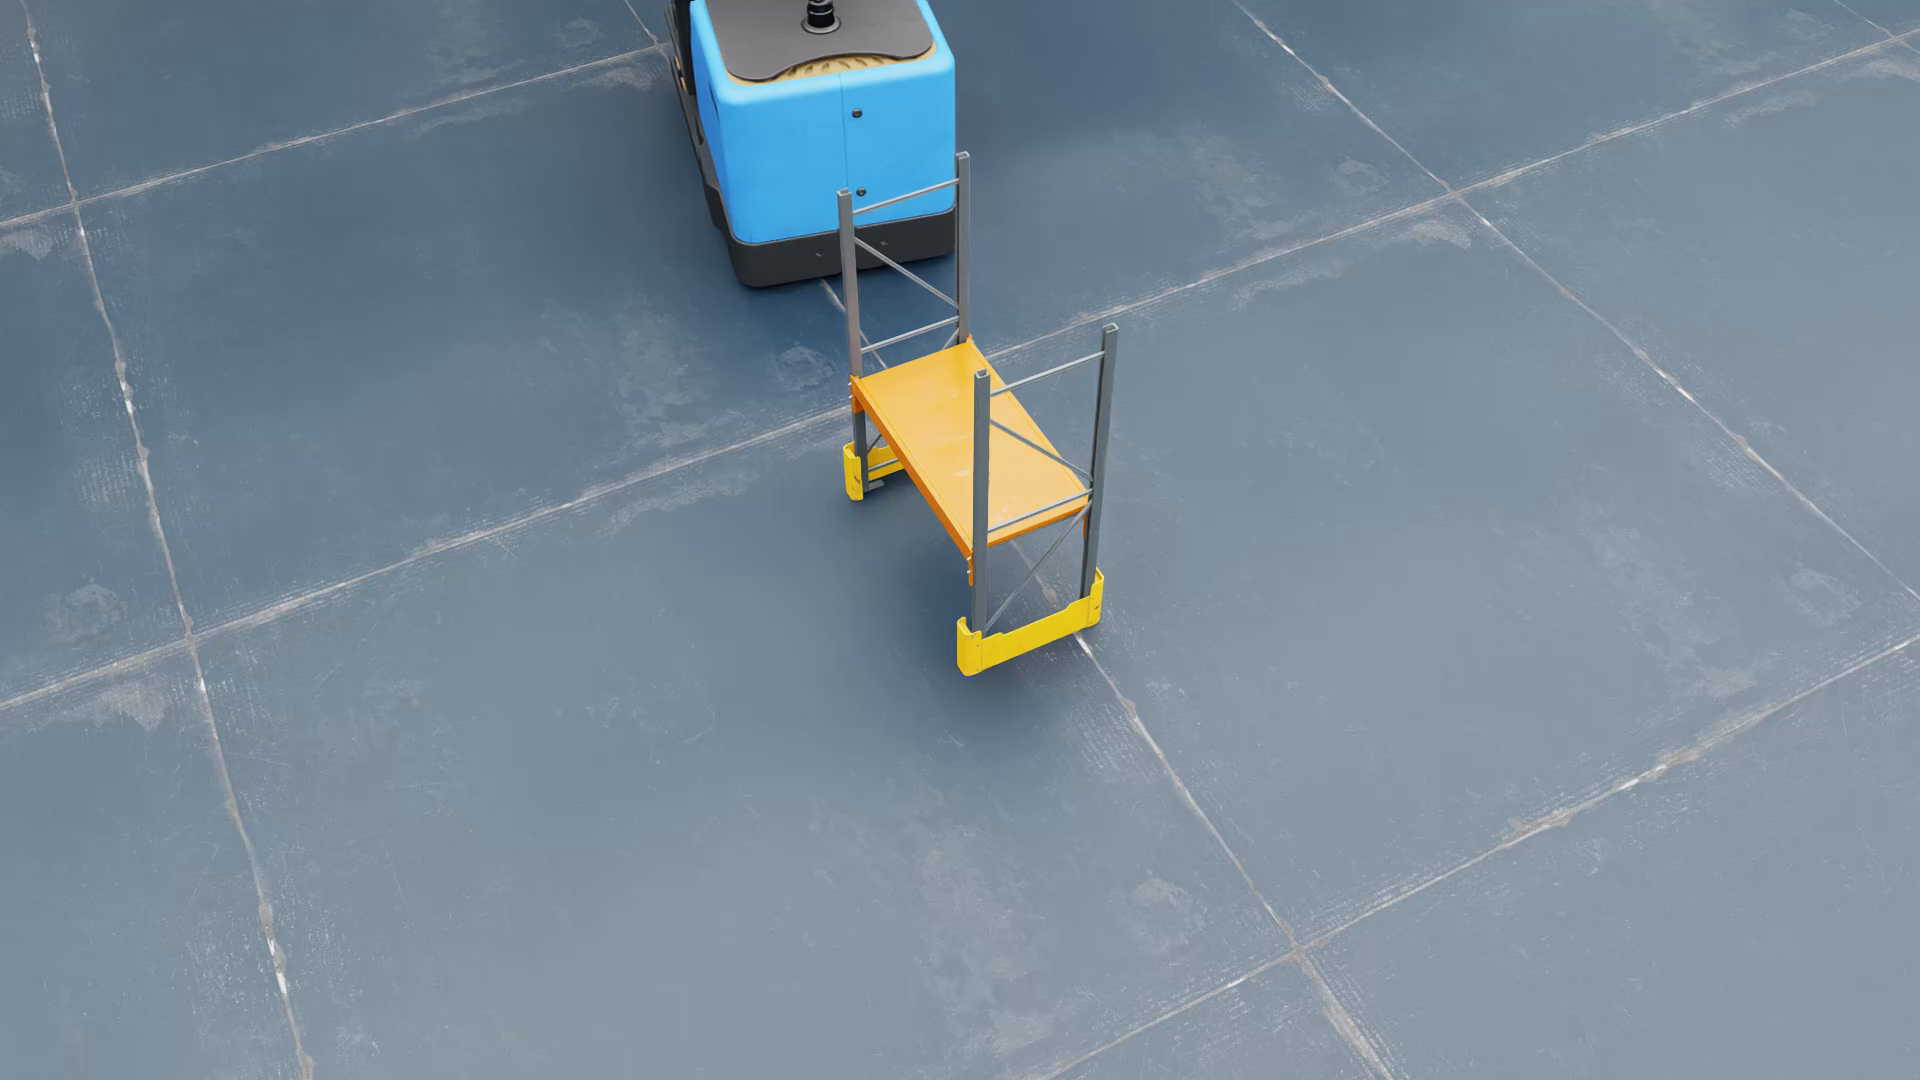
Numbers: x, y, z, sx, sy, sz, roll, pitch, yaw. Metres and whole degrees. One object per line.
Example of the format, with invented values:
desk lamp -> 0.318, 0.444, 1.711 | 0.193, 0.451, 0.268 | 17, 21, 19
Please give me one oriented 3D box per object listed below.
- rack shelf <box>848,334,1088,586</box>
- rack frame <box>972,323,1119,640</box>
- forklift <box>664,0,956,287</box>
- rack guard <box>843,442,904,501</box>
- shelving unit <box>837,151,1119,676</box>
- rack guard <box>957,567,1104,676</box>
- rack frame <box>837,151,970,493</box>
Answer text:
rack shelf -> 0.039, -0.318, 6.164 | 0.538, 0.185, 1.000 | -21, 52, -18
rack frame -> 0.272, -0.096, 5.731 | 0.500, 1.500, 0.032 | -21, 52, -18
forklift -> -0.884, -3.251, 7.539 | 1.130, 2.935, 3.031 | -12, 50, -10
rack guard -> -0.193, -0.365, 6.795 | 0.587, 0.250, 0.087 | -21, 52, -18
shelving unit -> 0.035, -0.443, 6.033 | 0.587, 1.500, 1.083 | -21, 52, -18
rack guard -> 0.263, 0.302, 6.212 | 0.587, 0.250, 0.087 | -21, 52, -18
rack frame -> -0.194, -0.777, 6.326 | 0.500, 1.500, 0.032 | -21, 52, -18
